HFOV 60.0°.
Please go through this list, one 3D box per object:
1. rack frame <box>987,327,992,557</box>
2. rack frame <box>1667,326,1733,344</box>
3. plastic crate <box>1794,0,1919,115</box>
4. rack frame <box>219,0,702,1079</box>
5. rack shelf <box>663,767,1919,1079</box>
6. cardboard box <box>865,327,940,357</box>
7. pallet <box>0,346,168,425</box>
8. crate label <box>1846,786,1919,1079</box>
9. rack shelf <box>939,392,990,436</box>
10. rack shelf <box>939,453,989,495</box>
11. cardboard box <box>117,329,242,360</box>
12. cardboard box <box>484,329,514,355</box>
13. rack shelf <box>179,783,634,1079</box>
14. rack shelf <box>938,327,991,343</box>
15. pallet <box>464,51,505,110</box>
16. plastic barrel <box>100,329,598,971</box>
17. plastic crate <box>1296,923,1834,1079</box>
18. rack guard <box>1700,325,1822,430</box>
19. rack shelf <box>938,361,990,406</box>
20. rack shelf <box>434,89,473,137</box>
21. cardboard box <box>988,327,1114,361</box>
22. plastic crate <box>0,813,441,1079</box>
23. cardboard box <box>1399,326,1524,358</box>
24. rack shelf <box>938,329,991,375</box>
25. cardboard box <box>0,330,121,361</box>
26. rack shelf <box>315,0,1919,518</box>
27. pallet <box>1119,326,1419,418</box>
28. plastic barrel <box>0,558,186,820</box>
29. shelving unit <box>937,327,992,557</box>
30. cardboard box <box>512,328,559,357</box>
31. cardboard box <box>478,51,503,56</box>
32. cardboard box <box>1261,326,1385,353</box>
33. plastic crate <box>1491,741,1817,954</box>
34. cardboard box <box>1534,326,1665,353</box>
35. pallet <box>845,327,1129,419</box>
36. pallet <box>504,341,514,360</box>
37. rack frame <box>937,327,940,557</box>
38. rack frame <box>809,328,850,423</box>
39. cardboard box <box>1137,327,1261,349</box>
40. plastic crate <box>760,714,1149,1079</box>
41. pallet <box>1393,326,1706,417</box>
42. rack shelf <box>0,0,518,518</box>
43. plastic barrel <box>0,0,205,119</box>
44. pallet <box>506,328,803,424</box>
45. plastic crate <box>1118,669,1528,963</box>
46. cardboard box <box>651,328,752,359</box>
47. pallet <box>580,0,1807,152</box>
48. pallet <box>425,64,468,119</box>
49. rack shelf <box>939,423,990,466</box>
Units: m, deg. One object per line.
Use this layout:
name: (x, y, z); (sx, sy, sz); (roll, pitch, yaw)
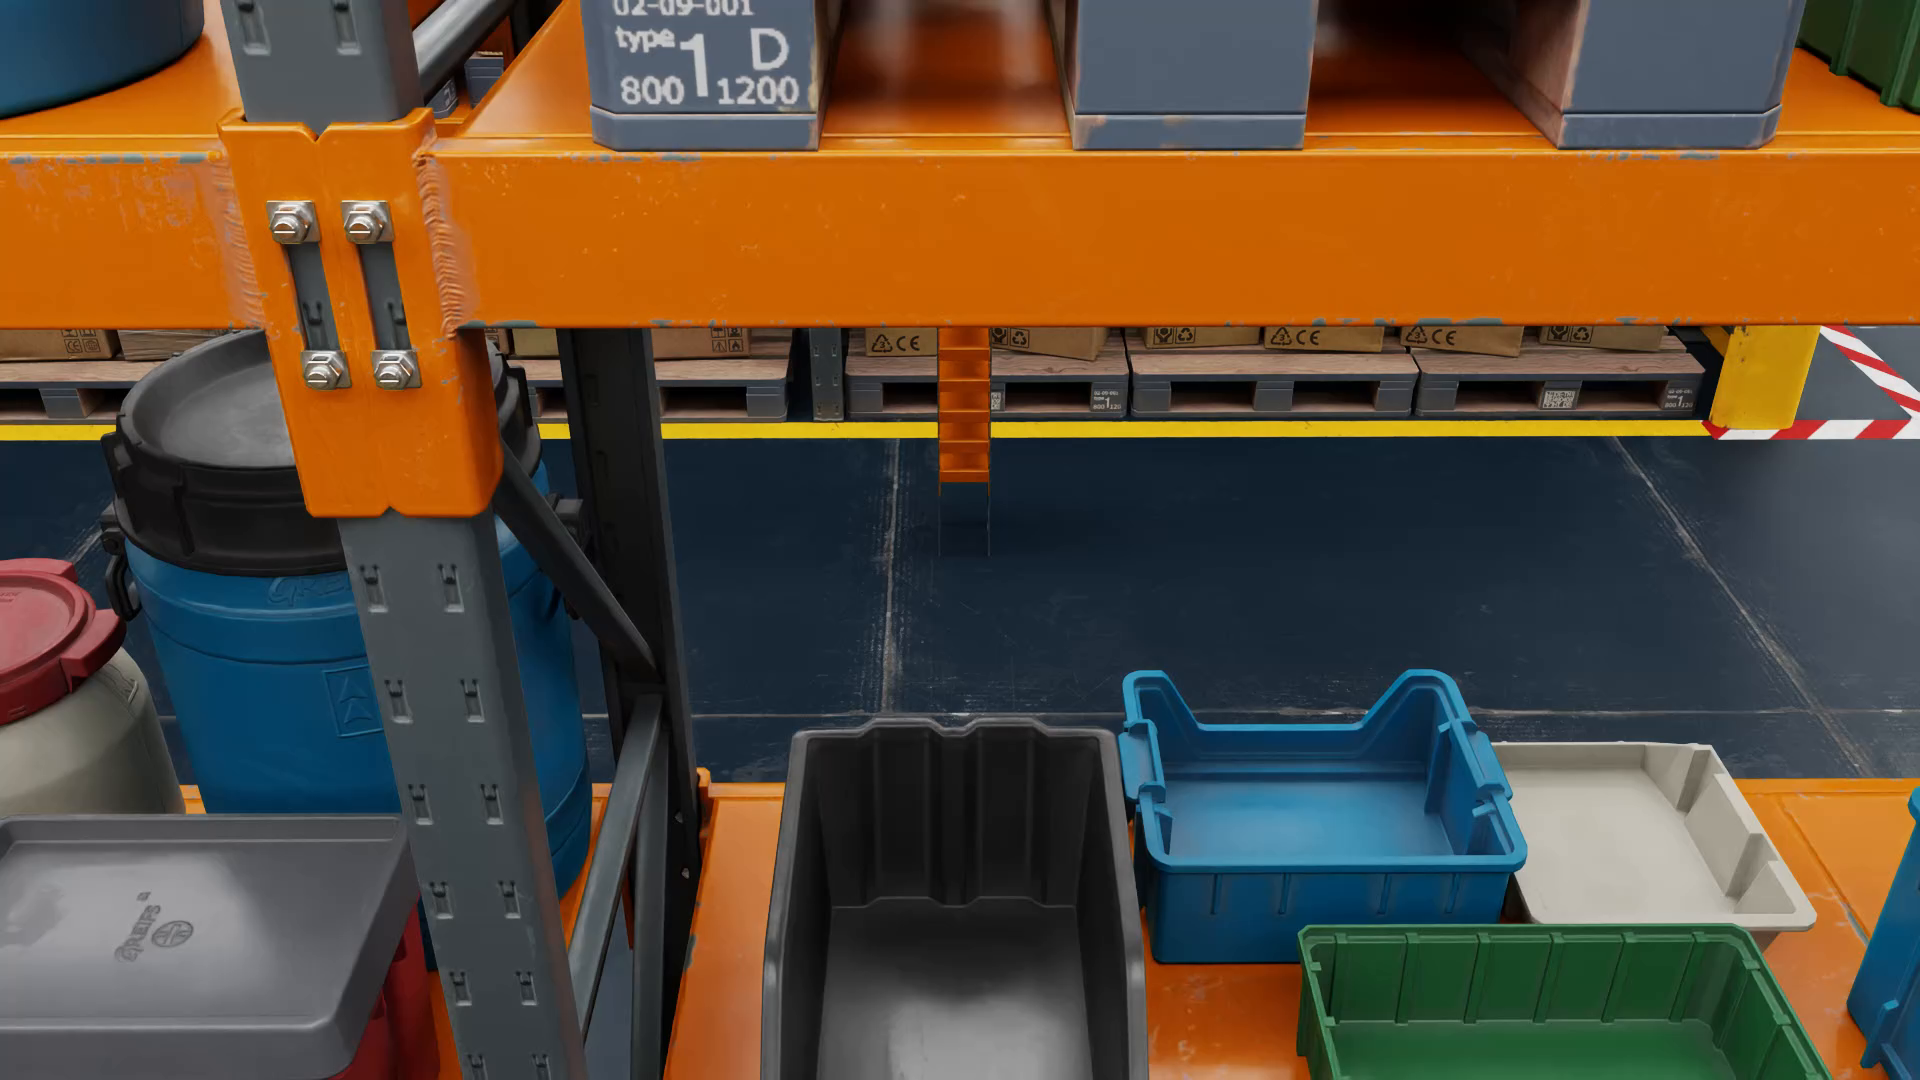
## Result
rack frame: (0.106, -0.513, 5.939); (0.006, 1.200, 0.240); (0, 31, 0)
rack frame: (3.437, -2.052, 6.741); (0.127, 3.000, 1.000); (0, 31, 0)
plastic crate: (1.047, -0.526, 1.538); (0.450, 0.188, 0.336); (0, 31, 0)
rack frame: (-0.533, 0.528, 2.488); (0.053, 2.616, 0.949); (0, 31, 0)
rack shelf: (1.467, 0.831, 2.682); (4.000, 0.370, 1.077); (0, 31, 0)
cardboard box: (-0.162, -1.131, 7.227); (0.500, 0.500, 0.500); (-1, 31, -2)
pallet: (-3.781, -0.837, 7.425); (1.213, 0.211, 1.003); (0, 31, 0)
crate label: (1.628, 0.648, 2.256); (0.616, 0.435, 0.502); (0, 31, 0)
rack shelf: (0.014, -0.475, 5.962); (0.180, 0.103, 0.258); (0, 31, 0)
rack shelf: (0.014, -0.270, 6.086); (0.180, 0.103, 0.258); (0, 31, 0)
cardboard box: (-3.338, -1.167, 7.268); (0.500, 0.500, 0.700); (-3, 31, -4)
cardboard box: (-2.213, -1.175, 7.280); (0.500, 0.500, 0.700); (-3, 31, -5)
rack shelf: (-2.533, 0.843, 2.662); (4.000, 0.370, 1.077); (0, 31, 0)
rack shelf: (0.014, -0.783, 5.775); (0.180, 0.103, 0.258); (0, 31, 0)
pallet: (-1.328, -2.031, 6.890); (1.213, 0.211, 1.003); (0, 31, 0)
plastic barrel: (-0.921, 0.159, 2.613); (0.708, 0.901, 0.600); (0, 31, 0)
plastic crate: (0.826, 0.762, 2.306); (0.662, 0.188, 0.450); (0, 31, 0)
rack guard: (3.361, -0.983, 7.389); (0.348, 0.500, 1.175); (0, 31, 0)
rack shelf: (0.014, -0.578, 5.900); (0.180, 0.103, 0.258); (0, 31, 0)
rack shelf: (-2.563, -1.726, 6.896); (4.000, 0.370, 1.077); (0, 31, 0)
cardboard box: (0.410, -1.137, 7.237); (0.500, 0.500, 0.500); (10, 33, 15)
plastic crate: (-1.015, 0.662, 2.205); (0.583, 0.464, 0.402); (0, 31, 0)
cardboard box: (2.215, -1.150, 7.259); (0.500, 0.500, 0.500); (8, 32, 13)
rack shelf: (0.014, -0.680, 5.837); (0.180, 0.103, 0.258); (0, 31, 0)
cardboard box: (-3.893, -1.159, 7.254); (0.500, 0.500, 0.700); (-2, 31, -3)
rack shelf: (1.467, -0.452, 1.904); (4.000, 0.370, 1.077); (0, 31, 0)
pallet: (1.332, -0.873, 7.486); (1.213, 0.211, 1.003); (0, 31, 0)
plastic barrel: (-1.491, 0.361, 2.633); (0.433, 0.535, 0.433); (0, 31, 0)
shelving unit: (0.014, -0.513, 5.939); (0.189, 1.200, 0.258); (0, 31, 0)
cardboard box: (-1.654, -1.177, 7.283); (0.500, 0.500, 0.700); (0, 31, -1)
cardboard box: (-1.358, -2.546, 6.571); (1.000, 1.000, 1.000); (0, 31, 0)
cardboard box: (1.589, -1.158, 7.272); (0.500, 0.500, 0.500); (3, 31, 4)
plastic crate: (1.090, 0.506, 2.779); (0.437, 0.136, 0.530); (0, 31, 0)
cardboard box: (2.813, -1.170, 7.291); (0.500, 0.500, 0.500); (5, 32, 9)
pallet: (0.109, -0.868, 7.477); (1.213, 0.211, 1.003); (0, 31, 0)
pallet: (-2.564, -0.839, 7.429); (1.213, 0.211, 1.003); (0, 31, 0)
rack frame: (-0.077, -0.513, 5.938); (0.006, 1.200, 0.240); (0, 31, 0)
rack frame: (-0.563, -2.040, 6.720); (0.127, 3.000, 1.000); (0, 31, 0)
cardboard box: (1.031, -1.179, 7.307); (0.500, 0.500, 0.500); (-3, 31, -5)
plastic crate: (-0.008, 0.620, 2.396); (0.504, 0.338, 0.767); (0, 31, 0)
pallet: (2.549, -0.876, 7.490); (1.213, 0.211, 1.003); (0, 31, 0)
rack shelf: (-2.533, -0.439, 1.884); (4.000, 0.370, 1.077); (0, 31, 0)
plastic barrel: (-1.040, -0.853, 1.389); (0.708, 0.901, 0.600); (0, 31, 0)
pallet: (-1.341, -0.844, 7.438); (1.213, 0.211, 1.003); (0, 31, 0)
plastic crate: (0.572, 0.449, 2.762); (0.616, 0.251, 0.499); (0, 31, 0)
cardboard box: (-1.177, -1.168, 7.270); (0.500, 0.500, 0.700); (-2, 31, -4)
pallet: (0.188, -0.725, 1.844); (1.003, 0.211, 1.213); (0, 31, 0)
pallet: (-2.583, -1.973, 6.794); (1.213, 0.211, 1.003); (0, 31, 0)
rack shelf: (0.014, -0.372, 6.024); (0.180, 0.103, 0.258); (0, 31, 0)
